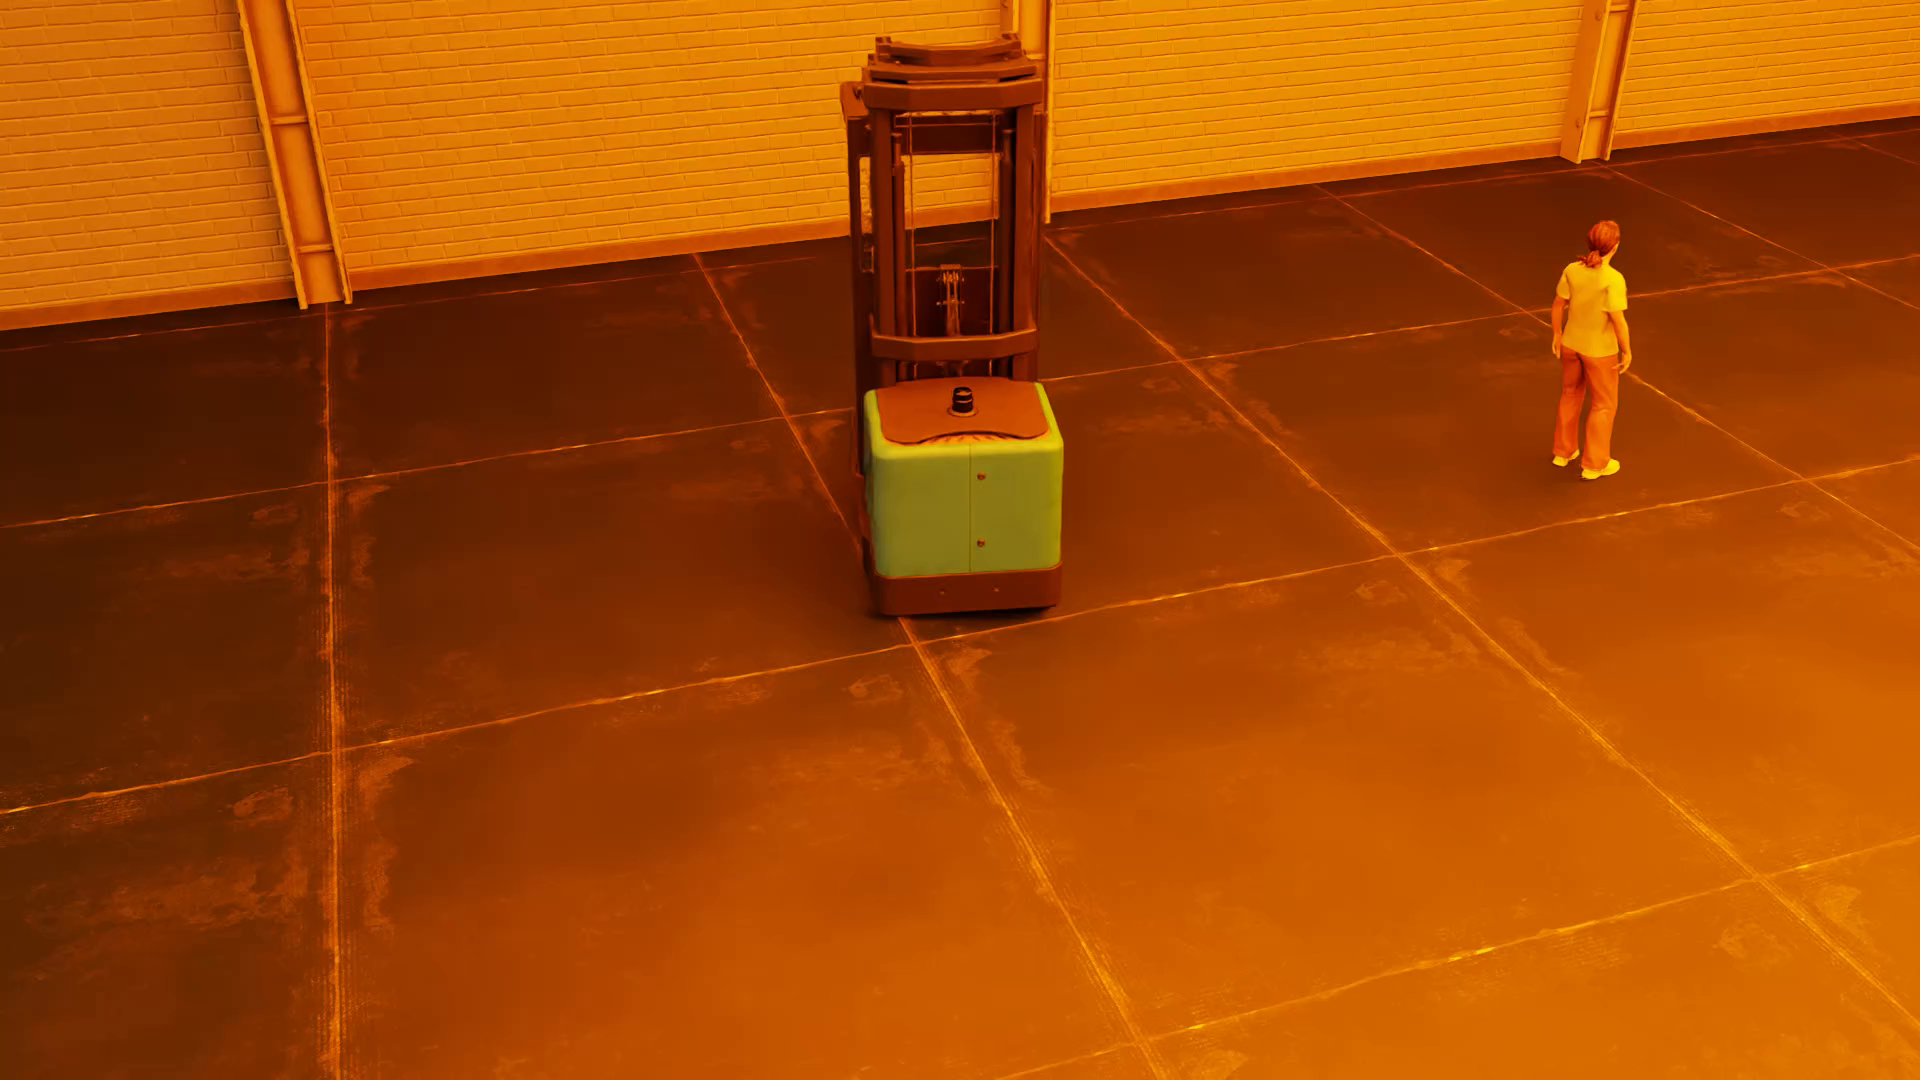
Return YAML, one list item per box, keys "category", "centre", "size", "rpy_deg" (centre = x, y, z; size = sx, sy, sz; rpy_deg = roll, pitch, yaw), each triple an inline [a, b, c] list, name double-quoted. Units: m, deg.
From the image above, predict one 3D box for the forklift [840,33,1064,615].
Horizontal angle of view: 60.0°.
- category: "forklift"
  centre: [-0.109, -1.566, 9.808]
  size: [1.130, 2.935, 3.031]
  rpy_deg: [-3, 30, -5]

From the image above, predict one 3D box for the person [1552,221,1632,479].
- category: "person"
  centre: [3.976, -1.196, 10.444]
  size: [0.482, 1.680, 0.538]
  rpy_deg: [-20, 35, -30]
